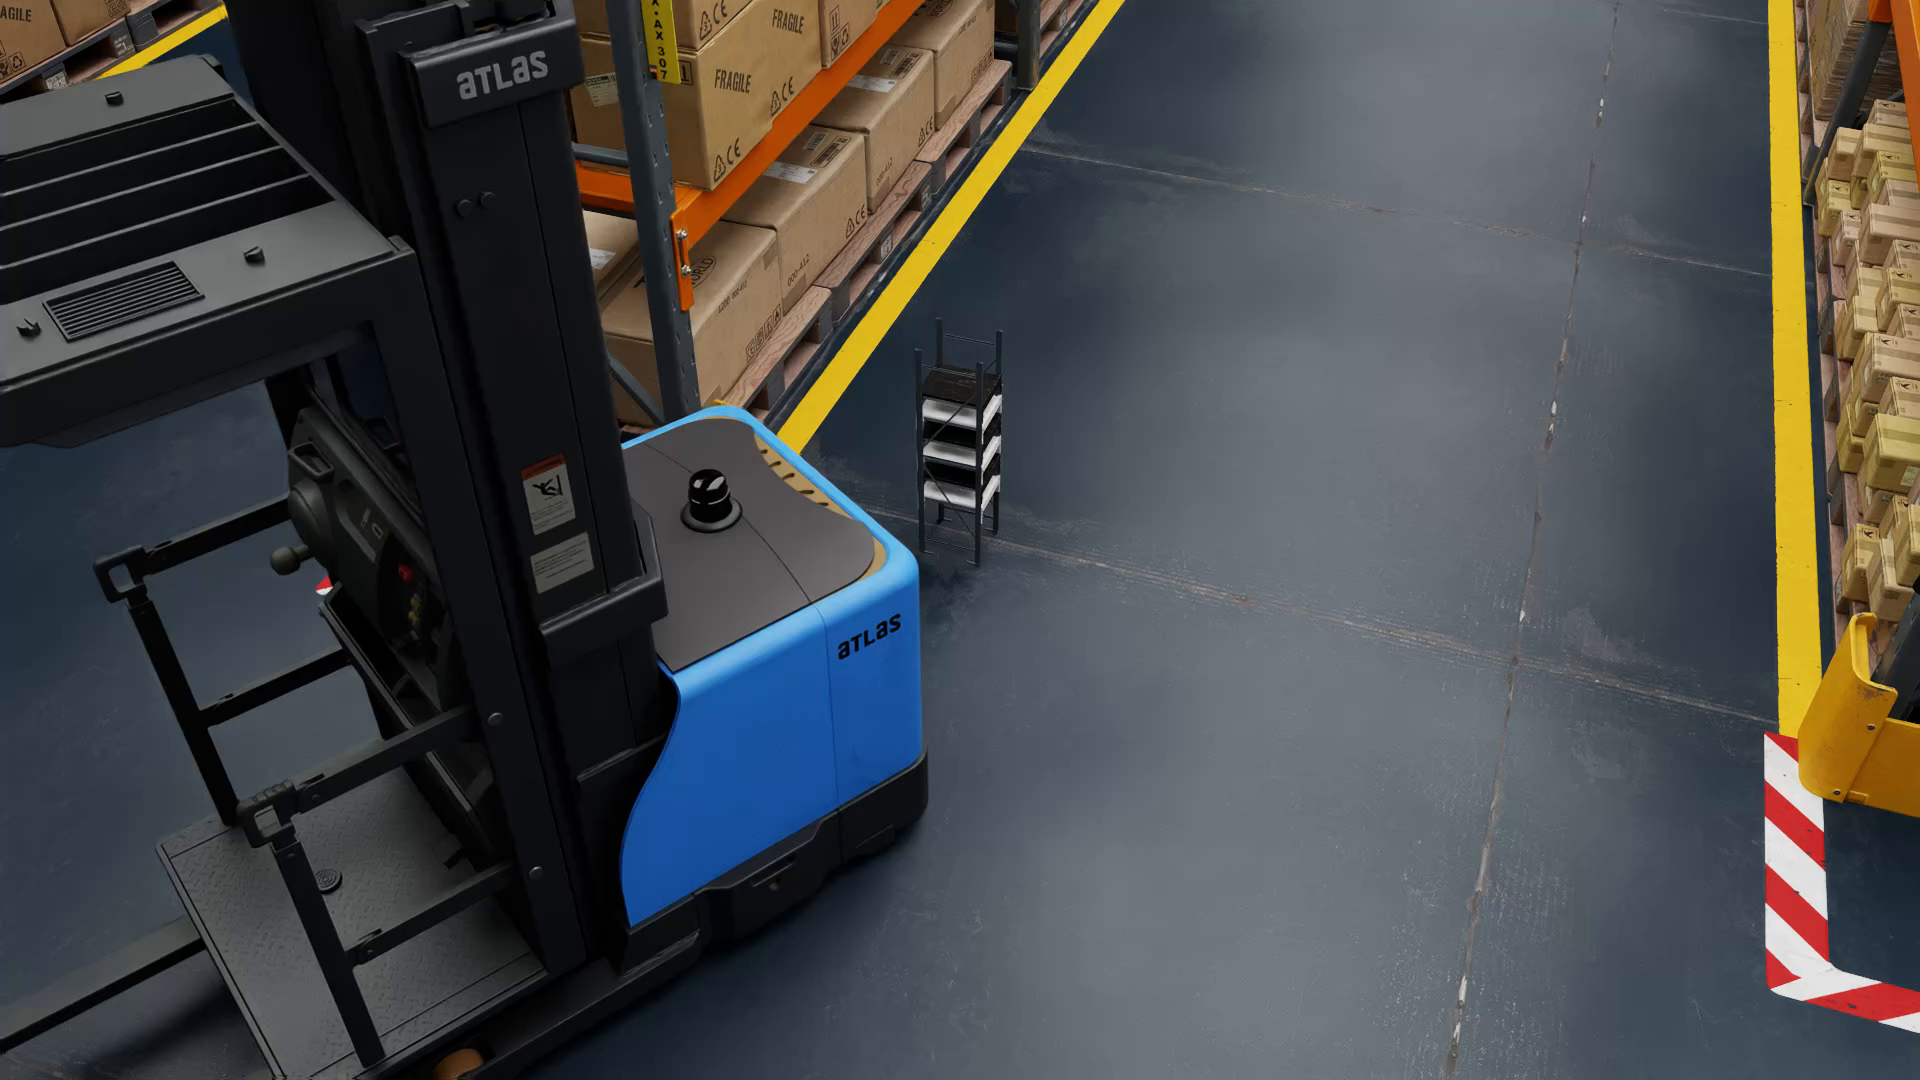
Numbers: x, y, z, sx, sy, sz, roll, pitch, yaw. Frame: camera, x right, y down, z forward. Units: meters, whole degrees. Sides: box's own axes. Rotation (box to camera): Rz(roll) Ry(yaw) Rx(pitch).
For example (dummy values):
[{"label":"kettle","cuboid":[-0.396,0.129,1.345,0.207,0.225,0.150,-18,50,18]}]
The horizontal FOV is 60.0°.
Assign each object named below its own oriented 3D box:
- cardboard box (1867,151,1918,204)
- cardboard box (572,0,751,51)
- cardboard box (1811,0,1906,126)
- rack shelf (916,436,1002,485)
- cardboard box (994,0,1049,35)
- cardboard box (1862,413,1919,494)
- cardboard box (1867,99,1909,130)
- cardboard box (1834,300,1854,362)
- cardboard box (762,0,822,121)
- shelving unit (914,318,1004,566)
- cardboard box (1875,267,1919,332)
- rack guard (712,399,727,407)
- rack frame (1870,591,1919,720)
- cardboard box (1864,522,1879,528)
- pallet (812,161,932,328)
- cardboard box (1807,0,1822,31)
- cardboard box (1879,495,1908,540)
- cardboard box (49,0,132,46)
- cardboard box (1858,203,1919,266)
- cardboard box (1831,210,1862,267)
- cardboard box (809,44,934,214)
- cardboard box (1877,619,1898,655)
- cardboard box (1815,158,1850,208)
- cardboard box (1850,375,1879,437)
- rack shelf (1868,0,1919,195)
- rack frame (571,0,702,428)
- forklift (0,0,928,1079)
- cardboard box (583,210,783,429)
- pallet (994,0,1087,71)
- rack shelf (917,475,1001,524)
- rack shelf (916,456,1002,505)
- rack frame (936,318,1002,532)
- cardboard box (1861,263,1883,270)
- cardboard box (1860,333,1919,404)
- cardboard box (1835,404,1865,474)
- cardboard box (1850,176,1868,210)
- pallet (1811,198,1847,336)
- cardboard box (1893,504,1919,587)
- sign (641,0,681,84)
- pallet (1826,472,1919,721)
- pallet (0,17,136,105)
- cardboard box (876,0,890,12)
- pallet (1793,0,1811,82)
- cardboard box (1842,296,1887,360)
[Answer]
[{"label":"cardboard box","cuboid":[4.127,-1.522,7.137,0.380,0.149,0.250,13,42,14]},{"label":"cardboard box","cuboid":[-0.992,-1.950,5.377,0.500,0.500,0.500,12,42,14]},{"label":"cardboard box","cuboid":[4.646,-2.420,8.378,0.500,0.500,0.500,13,42,14]},{"label":"rack shelf","cuboid":[-0.003,-0.312,5.974,0.258,0.077,0.200,13,42,15]},{"label":"cardboard box","cuboid":[0.081,-3.489,9.341,0.875,0.875,0.875,15,43,16]},{"label":"cardboard box","cuboid":[3.314,-0.272,5.672,0.380,0.149,0.250,12,42,14]},{"label":"cardboard box","cuboid":[4.317,-1.842,7.512,0.380,0.149,0.250,15,43,17]},{"label":"cardboard box","cuboid":[3.798,-0.828,6.783,0.380,0.149,0.250,12,42,14]},{"label":"cardboard box","cuboid":[-0.843,-1.883,6.069,0.500,0.500,0.500,13,42,14]},{"label":"shelving unit","cuboid":[-0.003,-0.337,5.952,0.258,0.900,0.210,13,42,15]},{"label":"cardboard box","cuboid":[3.759,-0.894,6.402,0.380,0.149,0.250,13,42,15]},{"label":"rack guard","cuboid":[-1.432,-0.336,6.259,1.175,0.500,0.348,13,42,15]},{"label":"rack frame","cuboid":[3.262,-0.265,4.249,1.000,3.000,0.127,13,42,15]},{"label":"cardboard box","cuboid":[3.410,-0.028,5.845,0.380,0.149,0.250,13,42,15]},{"label":"pallet","cuboid":[-0.805,-1.487,7.831,1.003,0.211,1.213,13,42,15]},{"label":"cardboard box","cuboid":[5.002,-3.045,9.110,0.500,0.500,0.500,12,42,14]},{"label":"cardboard box","cuboid":[3.314,0.014,5.566,0.380,0.149,0.250,12,42,14]},{"label":"cardboard box","cuboid":[-5.108,-3.108,9.184,0.700,0.500,0.500,12,42,13]},{"label":"cardboard box","cuboid":[3.896,-1.220,6.784,0.380,0.149,0.250,14,42,16]},{"label":"cardboard box","cuboid":[4.076,-1.303,7.339,0.380,0.149,0.250,13,42,15]},{"label":"cardboard box","cuboid":[-0.677,-2.021,7.958,0.875,0.438,0.875,12,42,14]},{"label":"cardboard box","cuboid":[3.246,0.293,5.469,0.380,0.149,0.250,14,42,16]},{"label":"cardboard box","cuboid":[4.204,-1.629,7.721,0.380,0.149,0.250,12,42,13]},{"label":"cardboard box","cuboid":[3.515,-0.474,6.139,0.380,0.149,0.250,14,42,16]},{"label":"rack shelf","cuboid":[3.946,-1.211,5.912,1.077,0.370,4.000,13,42,15]},{"label":"rack frame","cuboid":[-1.424,-1.302,5.464,1.000,3.000,0.127,13,42,15]},{"label":"forklift","cuboid":[-1.571,0.100,3.875,3.031,2.935,1.130,-27,47,-28]},{"label":"cardboard box","cuboid":[-1.292,-0.911,6.658,0.875,0.438,0.875,12,42,14]},{"label":"pallet","cuboid":[0.137,-3.168,9.800,1.003,0.211,1.213,13,42,15]},{"label":"rack shelf","cuboid":[-0.003,-0.175,6.091,0.258,0.077,0.200,13,42,15]},{"label":"rack shelf","cuboid":[-0.003,-0.244,6.032,0.258,0.077,0.200,13,42,15]},{"label":"rack frame","cuboid":[0.032,-0.399,6.025,0.240,0.900,0.006,13,42,15]},{"label":"cardboard box","cuboid":[3.942,-1.085,6.855,0.380,0.149,0.250,15,43,17]},{"label":"cardboard box","cuboid":[3.502,-0.592,6.047,0.380,0.149,0.250,15,43,17]},{"label":"cardboard box","cuboid":[3.511,-0.351,6.224,0.380,0.149,0.250,12,42,13]},{"label":"cardboard box","cuboid":[4.203,-1.568,7.421,0.380,0.149,0.250,14,42,15]},{"label":"pallet","cuboid":[4.434,-1.226,7.524,1.003,0.211,1.213,13,42,15]},{"label":"cardboard box","cuboid":[3.205,0.055,5.289,0.380,0.149,0.250,14,42,16]},{"label":"sign","cuboid":[-0.905,-1.534,5.009,0.100,0.325,0.005,13,42,15]},{"label":"pallet","cuboid":[3.599,0.262,5.780,1.003,0.211,1.213,13,42,15]},{"label":"pallet","cuboid":[-5.373,-2.614,9.152,1.003,0.211,1.213,13,42,15]},{"label":"cardboard box","cuboid":[-0.497,-2.499,6.791,0.500,0.500,0.500,15,43,17]},{"label":"pallet","cuboid":[5.310,-2.865,9.446,1.003,0.211,1.213,13,42,15]},{"label":"cardboard box","cuboid":[3.689,-0.801,6.521,0.380,0.149,0.250,14,42,16]}]
